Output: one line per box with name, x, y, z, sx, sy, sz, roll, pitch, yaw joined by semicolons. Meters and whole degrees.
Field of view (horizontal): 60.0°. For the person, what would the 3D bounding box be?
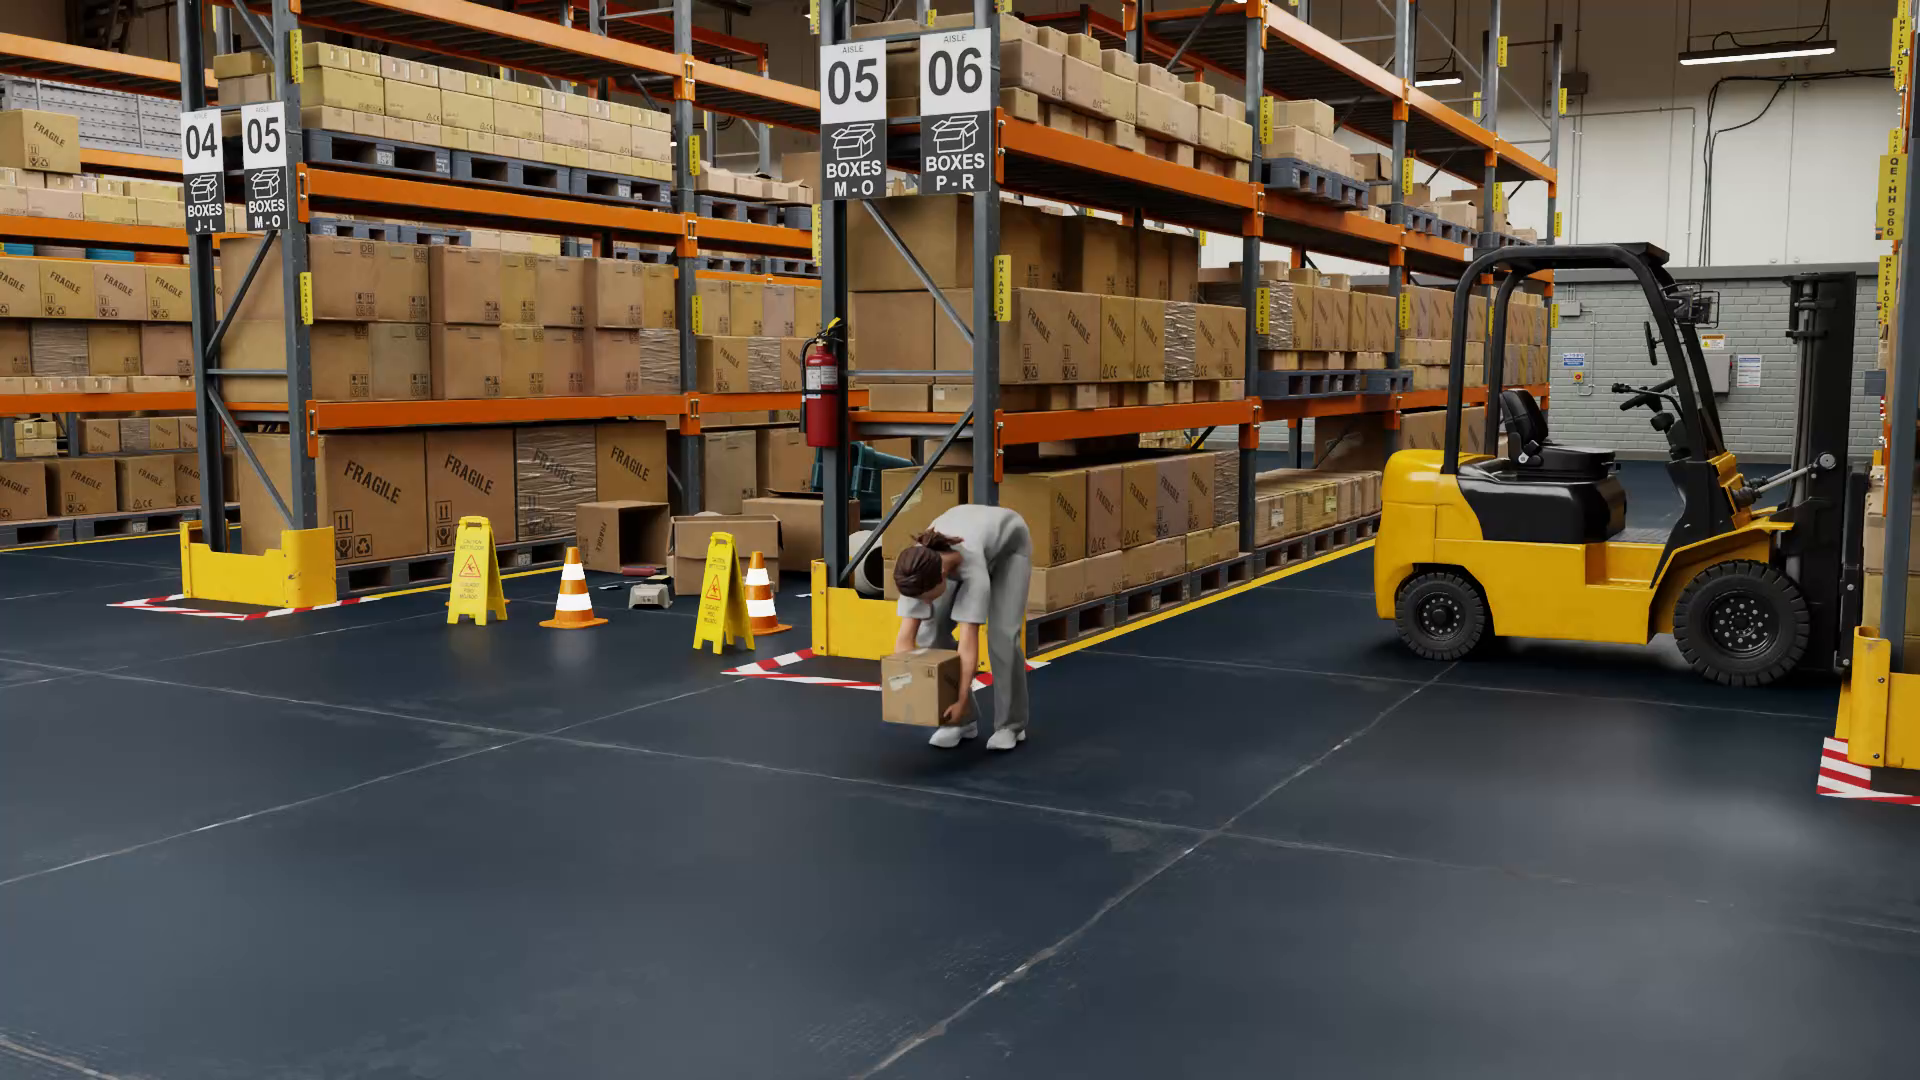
person;0.006;0.366;6.651;0.446;0.985;0.863;3;7;26
